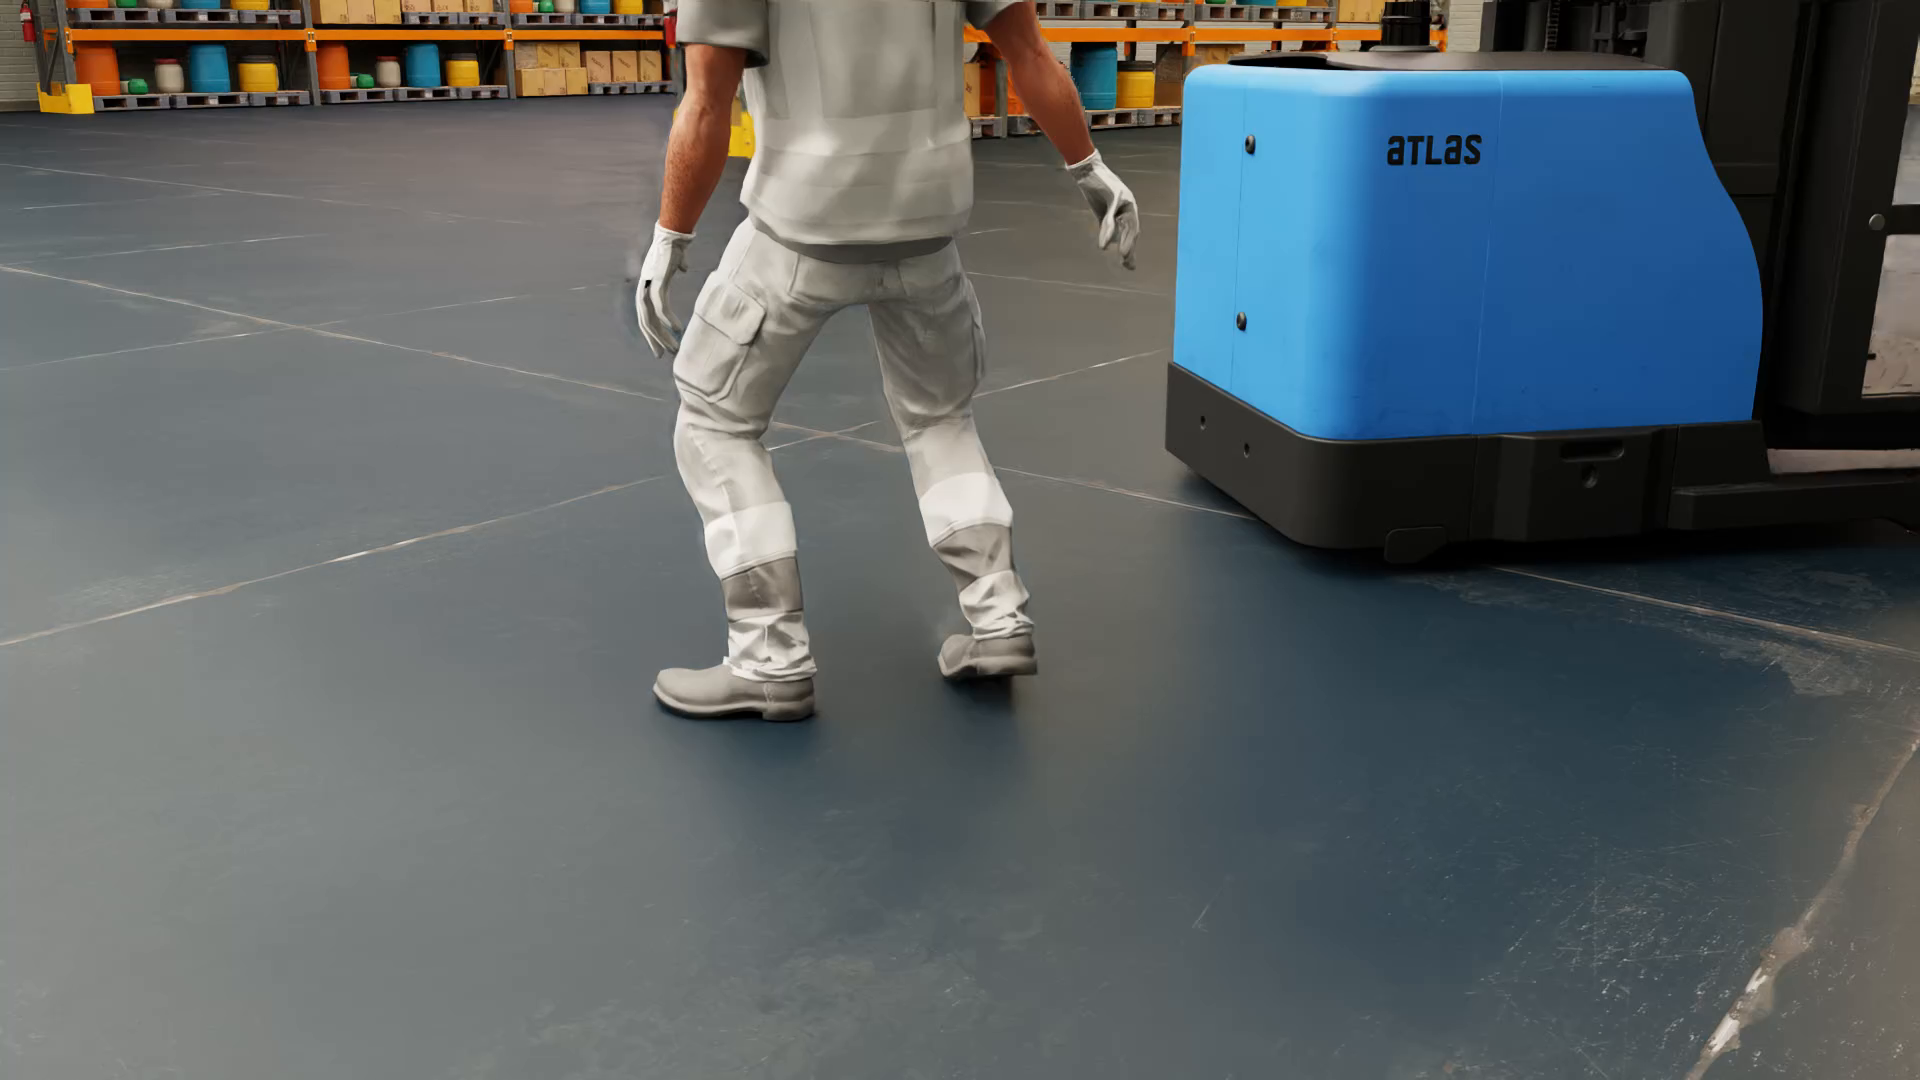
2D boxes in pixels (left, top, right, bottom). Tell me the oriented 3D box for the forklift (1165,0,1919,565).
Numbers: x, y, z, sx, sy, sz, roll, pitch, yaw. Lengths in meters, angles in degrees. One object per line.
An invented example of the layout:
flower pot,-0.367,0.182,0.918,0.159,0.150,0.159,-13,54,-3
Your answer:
forklift,2.127,-1.547,3.991,3.031,2.935,1.130,-4,17,-11

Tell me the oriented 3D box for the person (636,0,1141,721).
person,-0.112,-0.556,2.847,0.894,1.702,0.496,-7,18,-22
